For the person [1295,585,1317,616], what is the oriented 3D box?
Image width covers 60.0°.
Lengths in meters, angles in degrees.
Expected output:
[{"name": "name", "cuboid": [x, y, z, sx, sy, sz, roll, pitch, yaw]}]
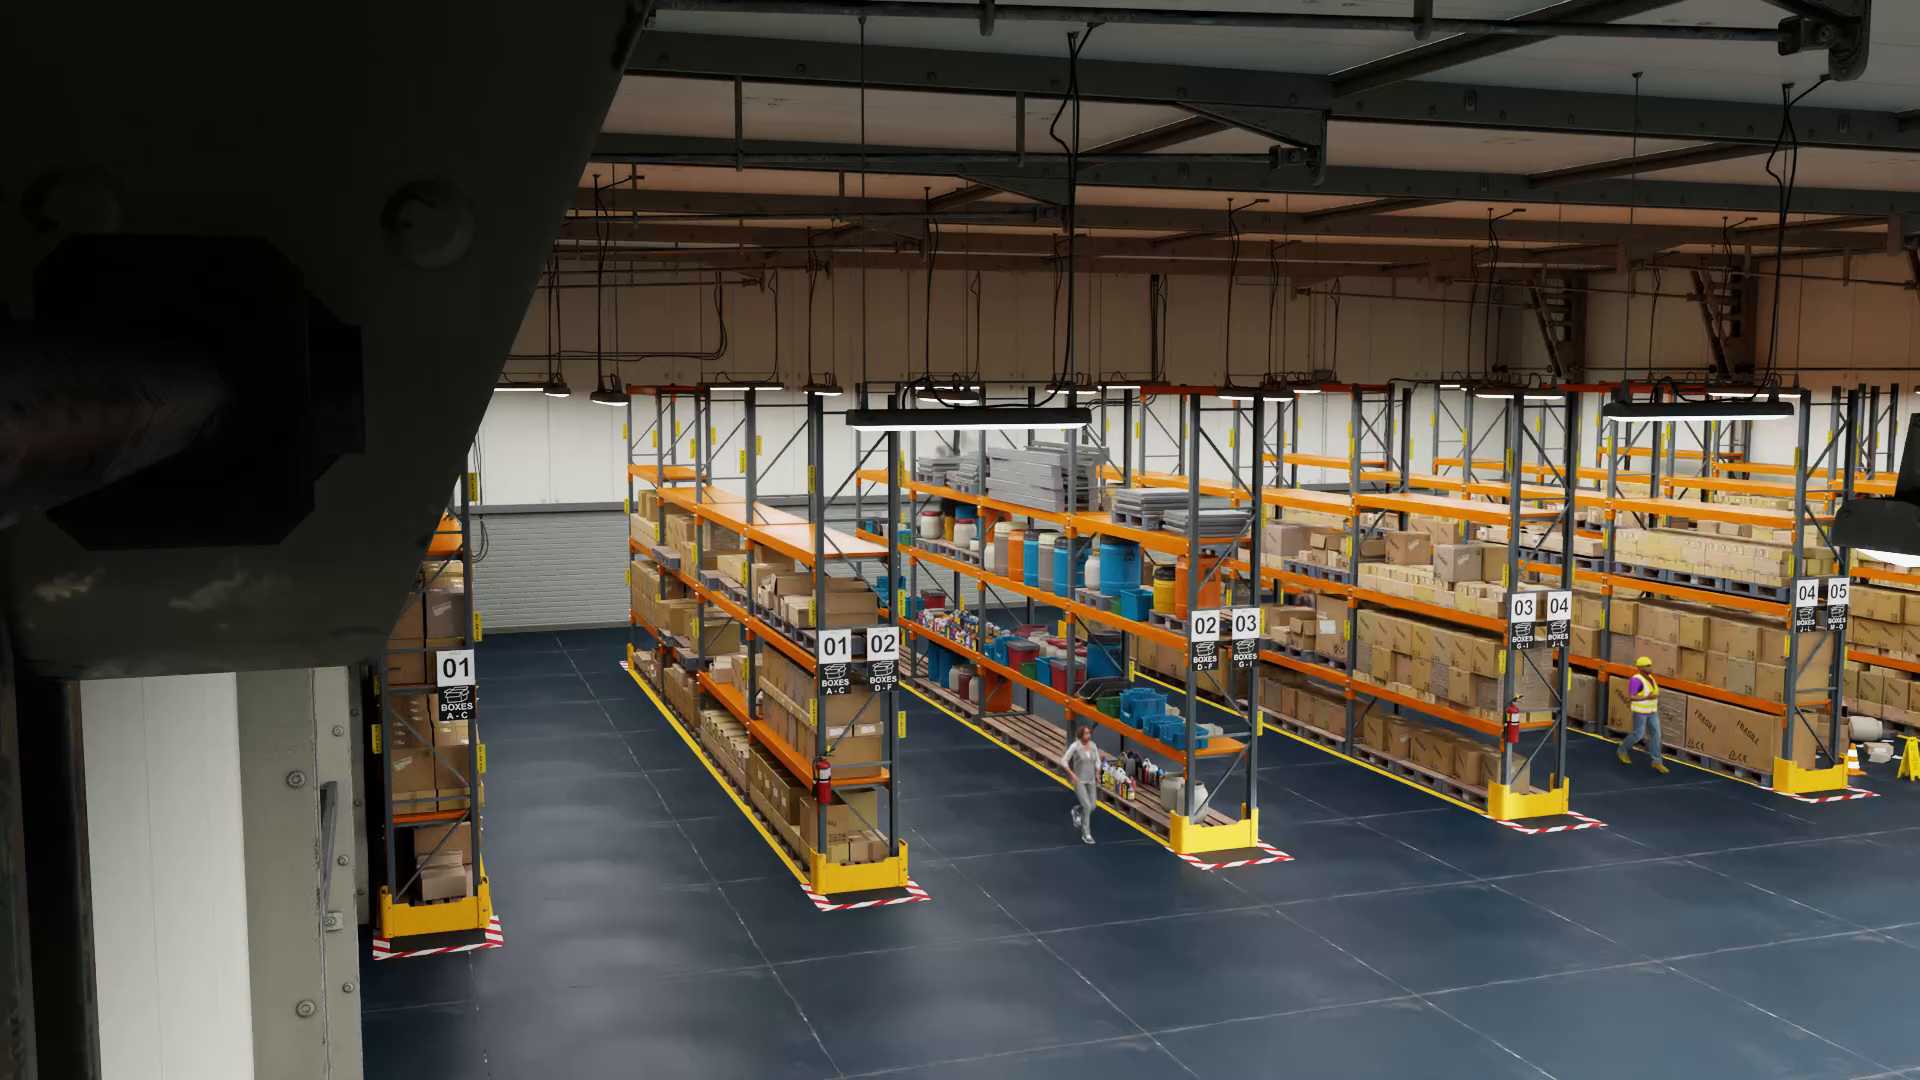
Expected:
[{"name": "person", "cuboid": [7.486, 1.790, 35.690, 0.719, 1.826, 0.865, -2, 6, -17]}]

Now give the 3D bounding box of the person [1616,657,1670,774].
[{"name": "person", "cuboid": [10.771, 2.723, 26.172, 0.694, 1.781, 0.887, -3, 7, -30]}]

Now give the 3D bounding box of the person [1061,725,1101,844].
[{"name": "person", "cuboid": [1.623, 3.255, 22.354, 0.556, 1.558, 0.651, -3, 7, -25]}]
